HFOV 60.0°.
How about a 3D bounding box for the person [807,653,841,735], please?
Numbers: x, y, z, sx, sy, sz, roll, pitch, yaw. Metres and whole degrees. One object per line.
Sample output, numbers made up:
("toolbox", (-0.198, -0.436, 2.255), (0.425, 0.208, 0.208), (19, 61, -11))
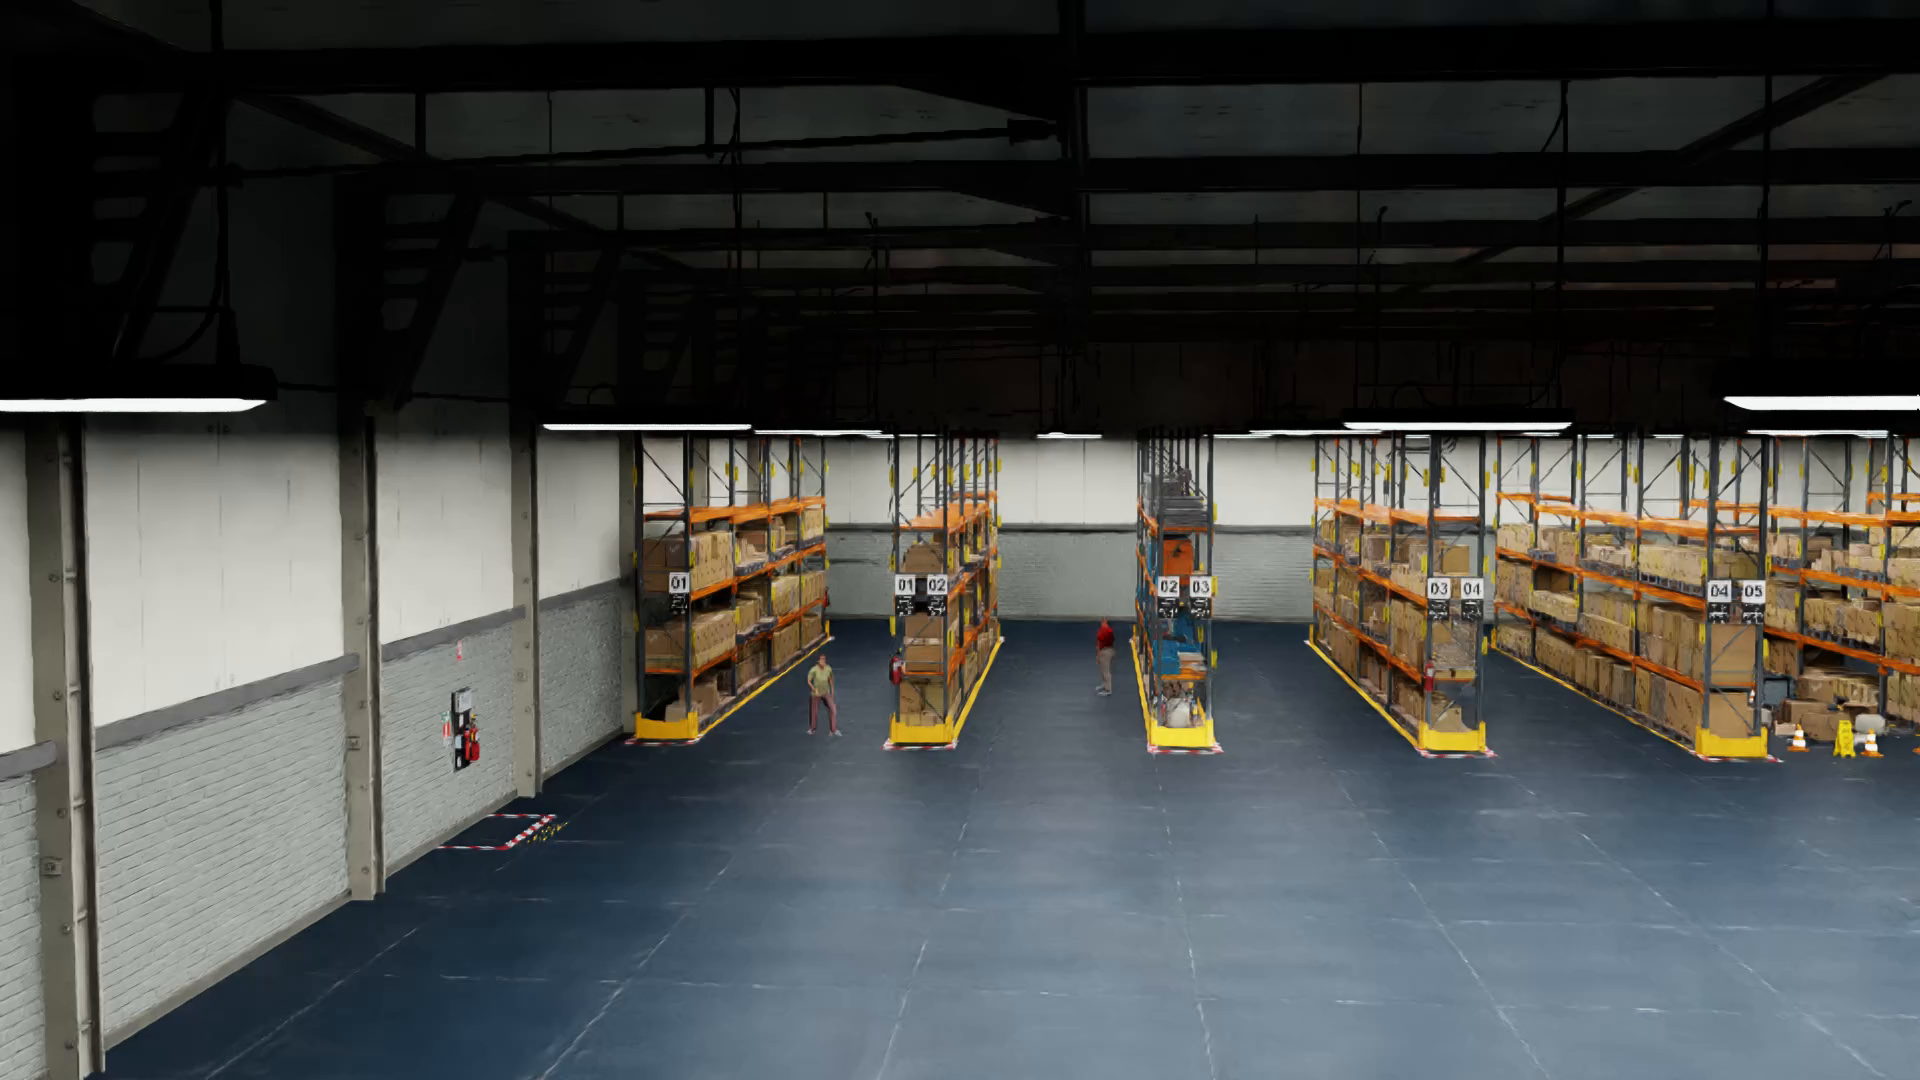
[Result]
("person", (-2.674, 2.975, 32.202), (0.620, 1.609, 0.790), (-1, 4, -16))

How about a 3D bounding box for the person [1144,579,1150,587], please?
("person", (5.650, 1.957, 48.919), (0.533, 1.673, 0.521), (3, 5, 42))

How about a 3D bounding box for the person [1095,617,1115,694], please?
("person", (3.247, 2.589, 37.556), (0.586, 1.723, 0.653), (2, 4, 34))
